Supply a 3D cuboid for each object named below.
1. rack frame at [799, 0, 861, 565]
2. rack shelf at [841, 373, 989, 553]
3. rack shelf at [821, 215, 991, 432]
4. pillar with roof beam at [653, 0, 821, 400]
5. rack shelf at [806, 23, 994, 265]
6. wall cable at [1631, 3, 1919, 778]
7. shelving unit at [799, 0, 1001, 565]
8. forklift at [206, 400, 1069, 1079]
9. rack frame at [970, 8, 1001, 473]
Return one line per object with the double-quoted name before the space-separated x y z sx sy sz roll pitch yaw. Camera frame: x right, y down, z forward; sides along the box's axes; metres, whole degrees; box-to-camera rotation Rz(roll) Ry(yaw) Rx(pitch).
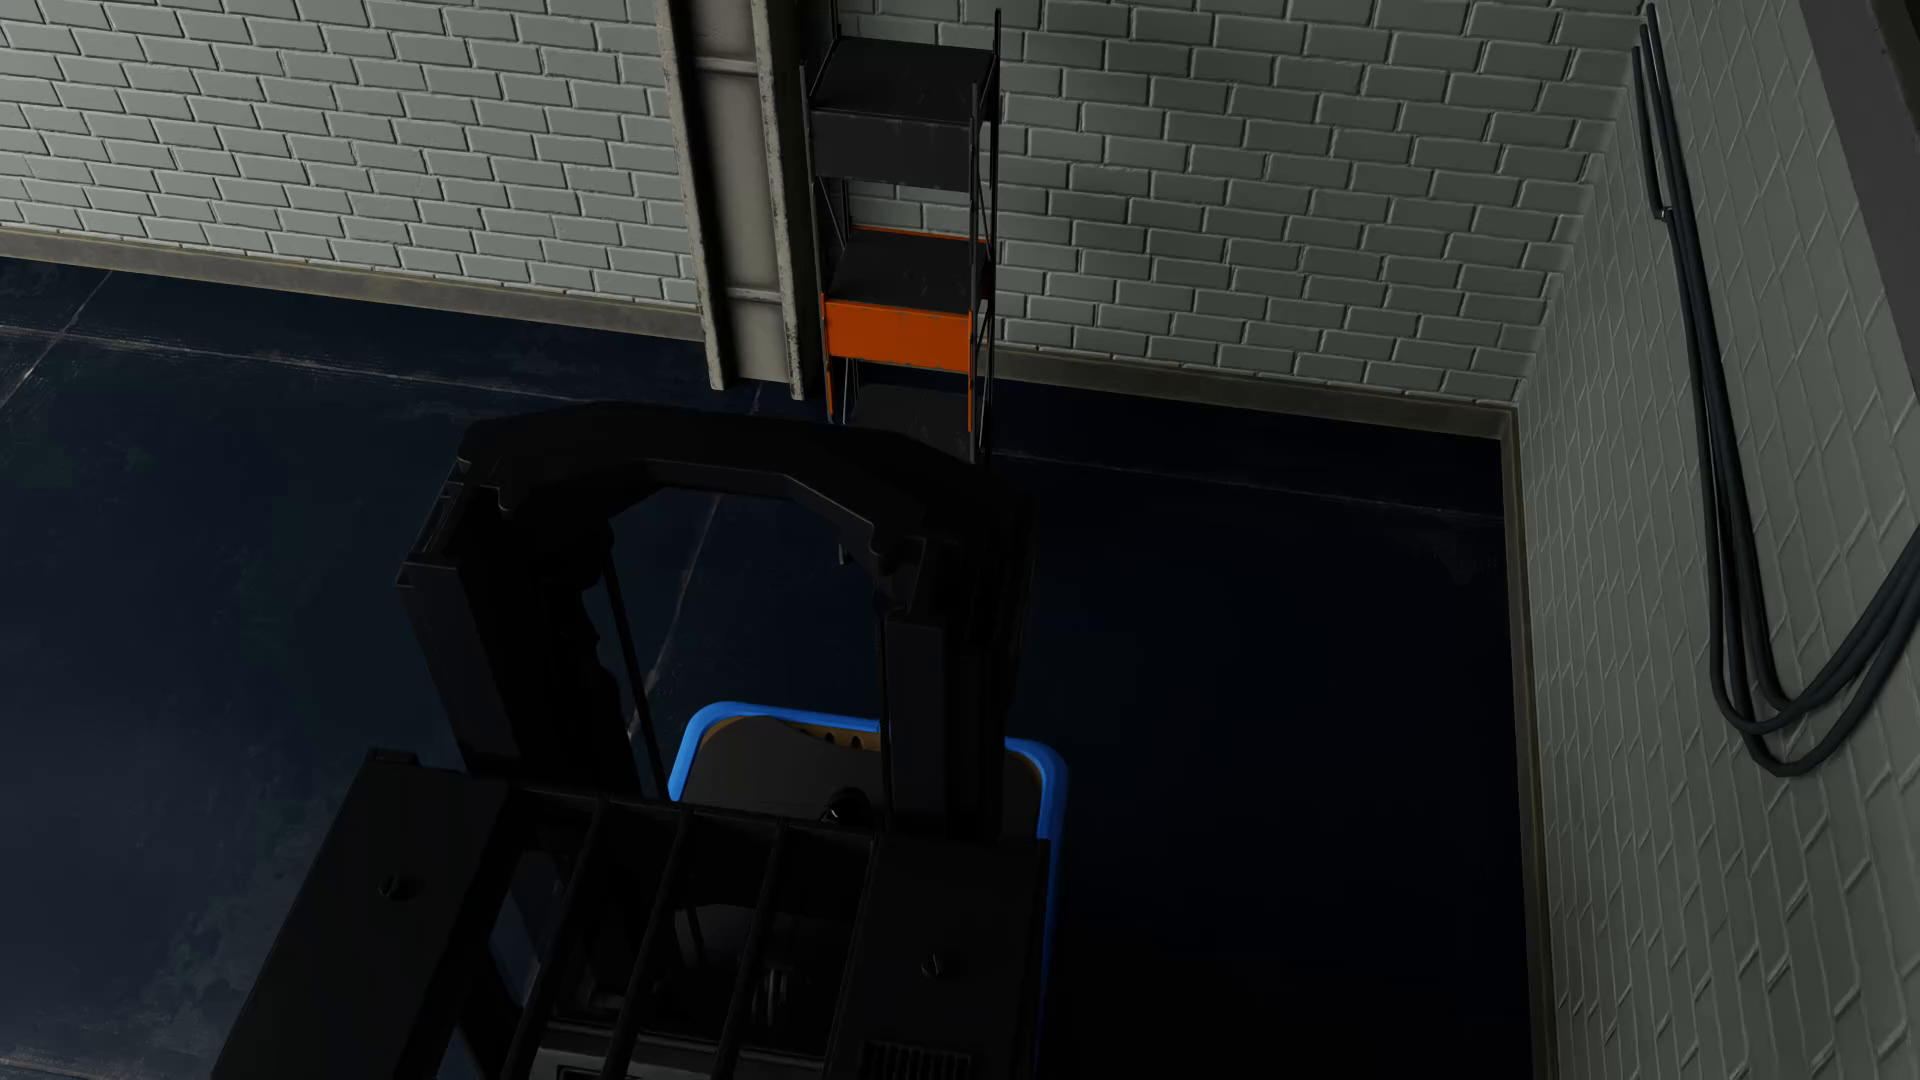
"rack frame" -0.403 -0.756 5.518 0.015 2.100 0.400 8 49 7
"rack shelf" -0.163 -0.247 6.019 0.480 0.518 0.431 8 49 7
"rack shelf" -0.163 -0.715 5.499 0.480 0.518 0.431 8 49 7
"pillar with roof beam" -1.563 -0.562 0.706 0.400 9.000 9.100 8 49 7
"rack shelf" -0.163 -1.182 4.978 0.480 0.518 0.431 8 49 7
"wall cable" 1.867 -1.318 3.472 0.112 2.526 3.097 8 49 7
"shelving unit" -0.163 -0.724 5.489 0.503 2.100 0.431 8 49 7
"forklift" -0.445 1.298 3.113 1.130 2.935 3.031 7 48 6
"rack frame" 0.077 -0.691 5.460 0.015 2.100 0.400 8 49 7
